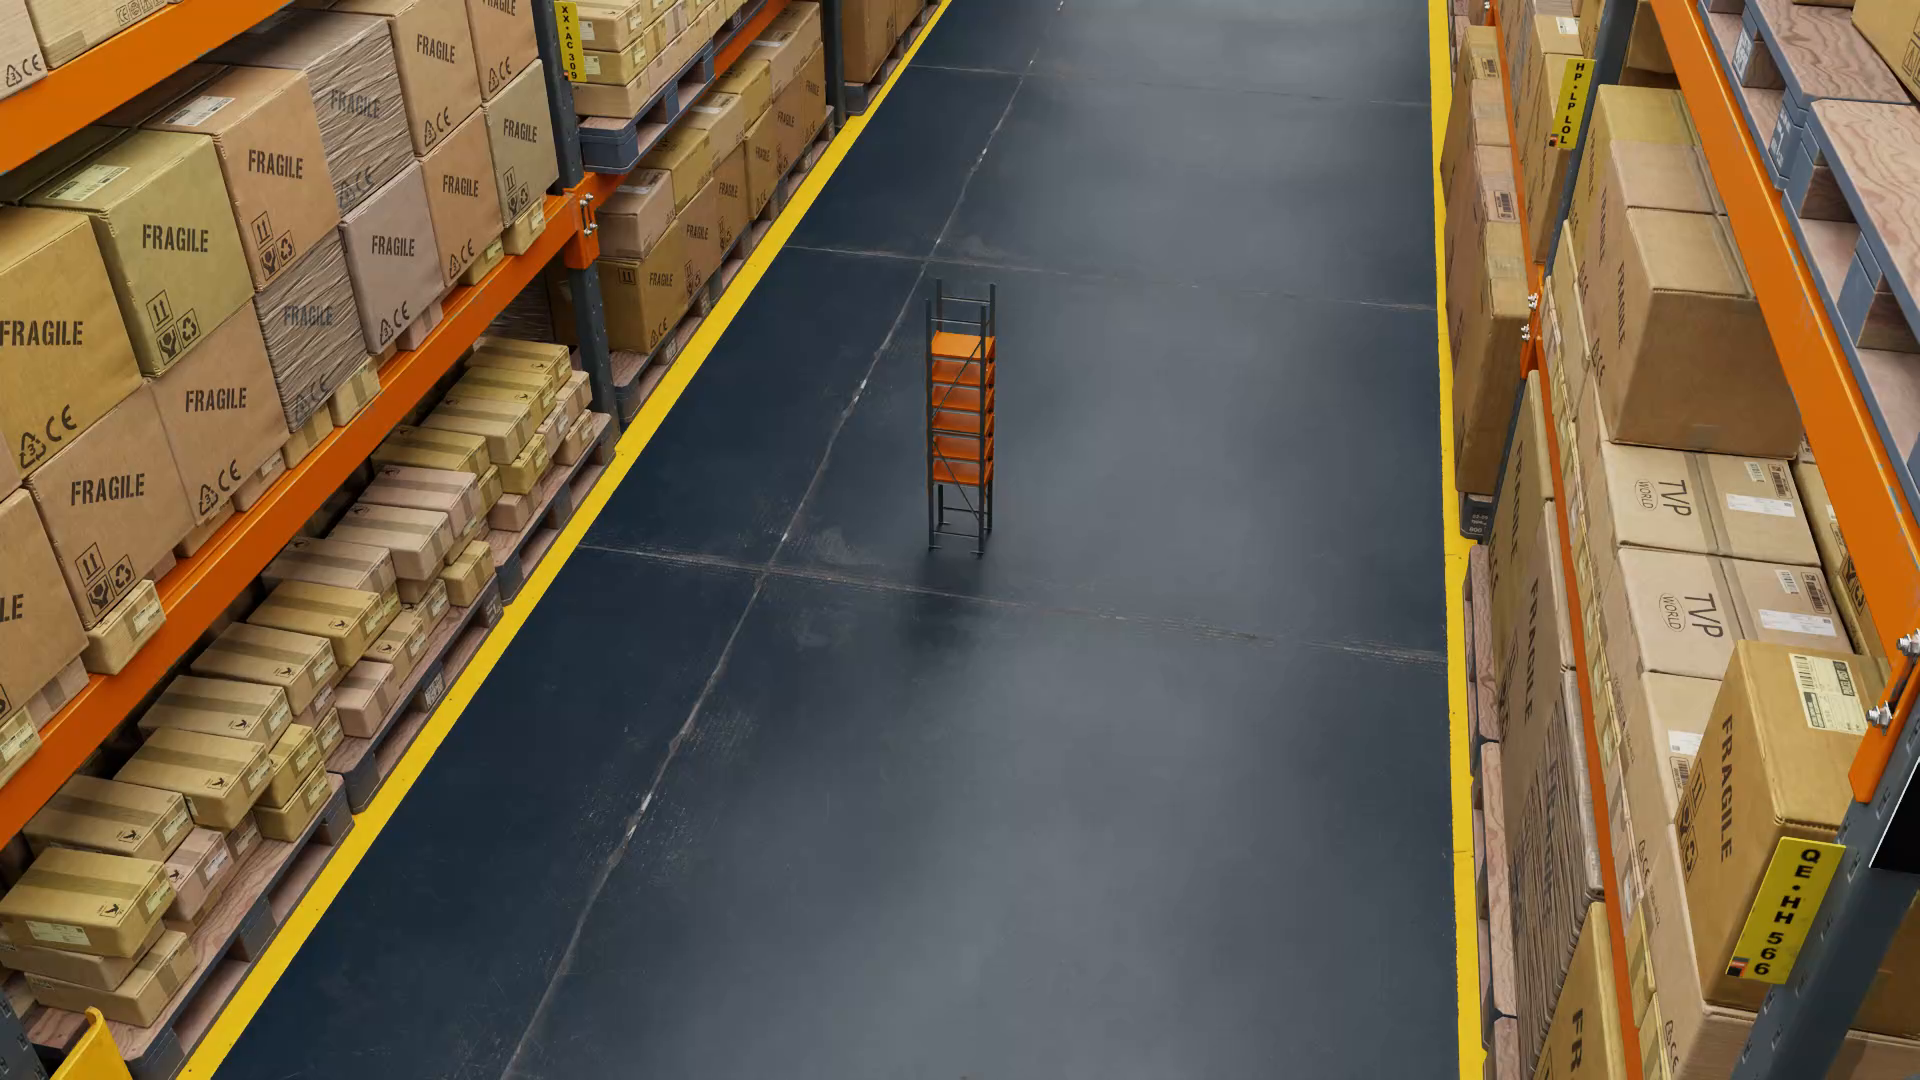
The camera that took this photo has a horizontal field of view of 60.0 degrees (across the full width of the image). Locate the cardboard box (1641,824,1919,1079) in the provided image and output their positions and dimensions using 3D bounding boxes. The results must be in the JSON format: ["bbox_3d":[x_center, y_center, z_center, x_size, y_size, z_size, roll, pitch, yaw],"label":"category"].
[{"bbox_3d":[1.700,0.871,3.367,0.500,0.250,0.500,7,36,9],"label":"cardboard box"}]

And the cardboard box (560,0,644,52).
[{"bbox_3d":[-1.580,-2.209,7.090,0.380,0.149,0.250,9,37,12],"label":"cardboard box"}]

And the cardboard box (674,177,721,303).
[{"bbox_3d":[-1.585,-1.583,8.650,0.500,0.500,0.500,9,37,12],"label":"cardboard box"}]

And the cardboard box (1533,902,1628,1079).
[{"bbox_3d":[1.914,1.555,4.001,0.875,0.875,0.875,7,37,10],"label":"cardboard box"}]

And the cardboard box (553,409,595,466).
[{"bbox_3d":[-1.865,-0.479,7.427,0.380,0.149,0.250,8,37,11],"label":"cardboard box"}]

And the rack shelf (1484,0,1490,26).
[{"bbox_3d":[3.992,-4.200,11.102,1.077,0.370,4.000,7,37,10],"label":"rack shelf"}]

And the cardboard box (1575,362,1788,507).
[{"bbox_3d":[2.138,-0.292,4.972,0.500,0.250,0.500,8,37,11],"label":"cardboard box"}]

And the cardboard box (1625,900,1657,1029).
[{"bbox_3d":[1.664,0.949,3.599,0.380,0.149,0.250,8,37,10],"label":"cardboard box"}]

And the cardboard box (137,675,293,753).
[{"bbox_3d":[-2.432,0.594,5.439,0.380,0.149,0.250,6,36,8],"label":"cardboard box"}]

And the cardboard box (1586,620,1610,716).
[{"bbox_3d":[1.882,0.364,4.406,0.380,0.149,0.250,7,37,10],"label":"cardboard box"}]

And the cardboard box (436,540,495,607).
[{"bbox_3d":[-2.086,0.114,6.608,0.380,0.149,0.250,7,37,10],"label":"cardboard box"}]

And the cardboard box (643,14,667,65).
[{"bbox_3d":[-1.527,-2.237,7.383,0.380,0.149,0.250,7,36,9],"label":"cardboard box"}]

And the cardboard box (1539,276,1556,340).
[{"bbox_3d":[2.322,-0.822,6.042,0.380,0.149,0.250,7,37,10],"label":"cardboard box"}]

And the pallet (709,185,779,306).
[{"bbox_3d":[-1.690,-1.750,9.485,1.003,0.211,1.213,7,37,10],"label":"pallet"}]

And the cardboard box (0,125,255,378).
[{"bbox_3d":[-2.378,-0.813,4.625,0.500,0.500,0.500,7,36,9],"label":"cardboard box"}]

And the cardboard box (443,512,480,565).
[{"bbox_3d":[-2.141,-0.054,6.587,0.380,0.149,0.250,8,37,11],"label":"cardboard box"}]

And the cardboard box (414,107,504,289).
[{"bbox_3d":[-2.053,-1.282,6.124,0.500,0.500,0.500,6,36,9],"label":"cardboard box"}]

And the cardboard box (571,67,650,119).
[{"bbox_3d":[-1.580,-1.968,7.265,0.380,0.149,0.250,6,36,8],"label":"cardboard box"}]

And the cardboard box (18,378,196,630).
[{"bbox_3d":[-2.513,-0.132,4.537,0.500,0.500,0.500,7,37,10],"label":"cardboard box"}]

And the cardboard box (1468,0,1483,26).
[{"bbox_3d":[4.027,-3.863,11.779,0.700,0.500,0.500,4,36,6],"label":"cardboard box"}]

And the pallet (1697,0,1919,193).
[{"bbox_3d":[2.262,-1.065,3.683,1.003,0.211,1.213,7,37,10],"label":"pallet"}]

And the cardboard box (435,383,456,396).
[{"bbox_3d":[-2.504,-0.700,7.477,0.380,0.149,0.250,9,37,12],"label":"cardboard box"}]

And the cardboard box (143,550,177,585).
[{"bbox_3d":[-2.534,0.055,4.833,0.380,0.149,0.250,9,37,12],"label":"cardboard box"}]

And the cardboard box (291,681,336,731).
[{"bbox_3d":[-2.401,0.559,5.741,0.380,0.149,0.250,6,36,8],"label":"cardboard box"}]

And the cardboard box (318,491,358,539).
[{"bbox_3d":[-2.629,-0.090,6.636,0.380,0.149,0.250,9,37,12],"label":"cardboard box"}]

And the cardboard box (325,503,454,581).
[{"bbox_3d":[-2.142,0.006,6.250,0.380,0.149,0.250,6,36,8],"label":"cardboard box"}]

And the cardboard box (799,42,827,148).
[{"bbox_3d":[-1.145,-2.772,10.291,0.500,0.500,0.500,7,37,10],"label":"cardboard box"}]

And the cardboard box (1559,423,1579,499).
[{"bbox_3d":[2.101,-0.223,5.215,0.380,0.149,0.250,7,36,9],"label":"cardboard box"}]

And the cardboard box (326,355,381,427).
[{"bbox_3d":[-2.210,-0.531,5.641,0.380,0.149,0.250,8,37,11],"label":"cardboard box"}]

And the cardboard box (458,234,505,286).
[{"bbox_3d":[-2.010,-1.129,6.466,0.380,0.149,0.250,9,37,12],"label":"cardboard box"}]

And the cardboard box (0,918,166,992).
[{"bbox_3d":[-2.605,1.158,4.915,0.380,0.149,0.250,9,37,12],"label":"cardboard box"}]

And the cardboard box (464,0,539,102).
[{"bbox_3d":[-1.950,-1.994,6.254,0.500,0.500,0.500,6,36,8],"label":"cardboard box"}]

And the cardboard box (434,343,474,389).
[{"bbox_3d":[-2.390,-0.816,7.385,0.380,0.149,0.250,9,37,12],"label":"cardboard box"}]

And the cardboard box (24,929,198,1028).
[{"bbox_3d":[-2.543,1.286,4.991,0.380,0.149,0.250,8,37,11],"label":"cardboard box"}]

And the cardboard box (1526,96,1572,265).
[{"bbox_3d":[2.543,-1.394,6.533,0.500,0.500,0.500,7,37,10],"label":"cardboard box"}]

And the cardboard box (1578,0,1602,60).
[{"bbox_3d":[2.996,-2.257,6.869,0.797,0.503,0.637,8,37,10],"label":"cardboard box"}]

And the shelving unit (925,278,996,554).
[{"bbox_3d":[0.003,-0.494,6.909,0.258,1.200,0.189,7,37,10],"label":"shelving unit"}]

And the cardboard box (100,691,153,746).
[{"bbox_3d":[-2.944,0.528,5.529,0.380,0.149,0.250,6,36,8],"label":"cardboard box"}]

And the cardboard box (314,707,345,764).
[{"bbox_3d":[-2.398,0.692,5.811,0.380,0.149,0.250,7,37,10],"label":"cardboard box"}]

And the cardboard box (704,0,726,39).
[{"bbox_3d":[-1.361,-2.560,8.082,0.380,0.149,0.250,6,36,8],"label":"cardboard box"}]

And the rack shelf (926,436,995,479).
[{"bbox_3d":[0.003,-0.361,7.006,0.258,0.103,0.180,7,37,10],"label":"rack shelf"}]

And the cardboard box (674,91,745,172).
[{"bbox_3d":[-1.473,-2.181,8.836,0.500,0.250,0.500,9,37,12],"label":"cardboard box"}]

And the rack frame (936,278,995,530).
[{"bbox_3d":[0.023,-0.547,6.982,0.240,1.200,0.006,7,37,10],"label":"rack frame"}]

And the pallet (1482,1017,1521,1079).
[{"bbox_3d":[1.950,1.903,4.445,1.003,0.211,1.213,7,37,10],"label":"pallet"}]

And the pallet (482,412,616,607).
[{"bbox_3d":[-2.223,-0.213,7.363,1.003,0.211,1.213,7,37,10],"label":"pallet"}]

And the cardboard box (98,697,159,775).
[{"bbox_3d":[-2.867,0.648,5.618,0.380,0.149,0.250,7,37,9],"label":"cardboard box"}]

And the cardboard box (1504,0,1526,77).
[{"bbox_3d":[2.981,-2.551,8.128,0.500,0.500,0.500,7,36,9],"label":"cardboard box"}]

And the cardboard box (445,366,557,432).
[{"bbox_3d":[-1.951,-0.600,7.086,0.380,0.149,0.250,8,37,11],"label":"cardboard box"}]

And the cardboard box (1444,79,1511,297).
[{"bbox_3d":[3.199,-1.751,8.563,1.225,0.875,0.875,7,37,10],"label":"cardboard box"}]

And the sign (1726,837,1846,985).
[{"bbox_3d":[1.329,0.601,2.676,0.100,0.325,0.005,7,37,10],"label":"sign"}]

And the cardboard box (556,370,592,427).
[{"bbox_3d":[-1.870,-0.647,7.404,0.380,0.149,0.250,8,37,11],"label":"cardboard box"}]

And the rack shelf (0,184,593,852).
[{"bbox_3d":[-2.541,-0.293,5.712,1.077,0.370,4.000,7,37,10],"label":"rack shelf"}]

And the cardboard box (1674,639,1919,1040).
[{"bbox_3d":[1.703,0.566,3.148,0.500,0.500,0.500,8,37,11],"label":"cardboard box"}]

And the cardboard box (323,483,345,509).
[{"bbox_3d":[-2.680,-0.226,6.571,0.380,0.149,0.250,8,37,11],"label":"cardboard box"}]
